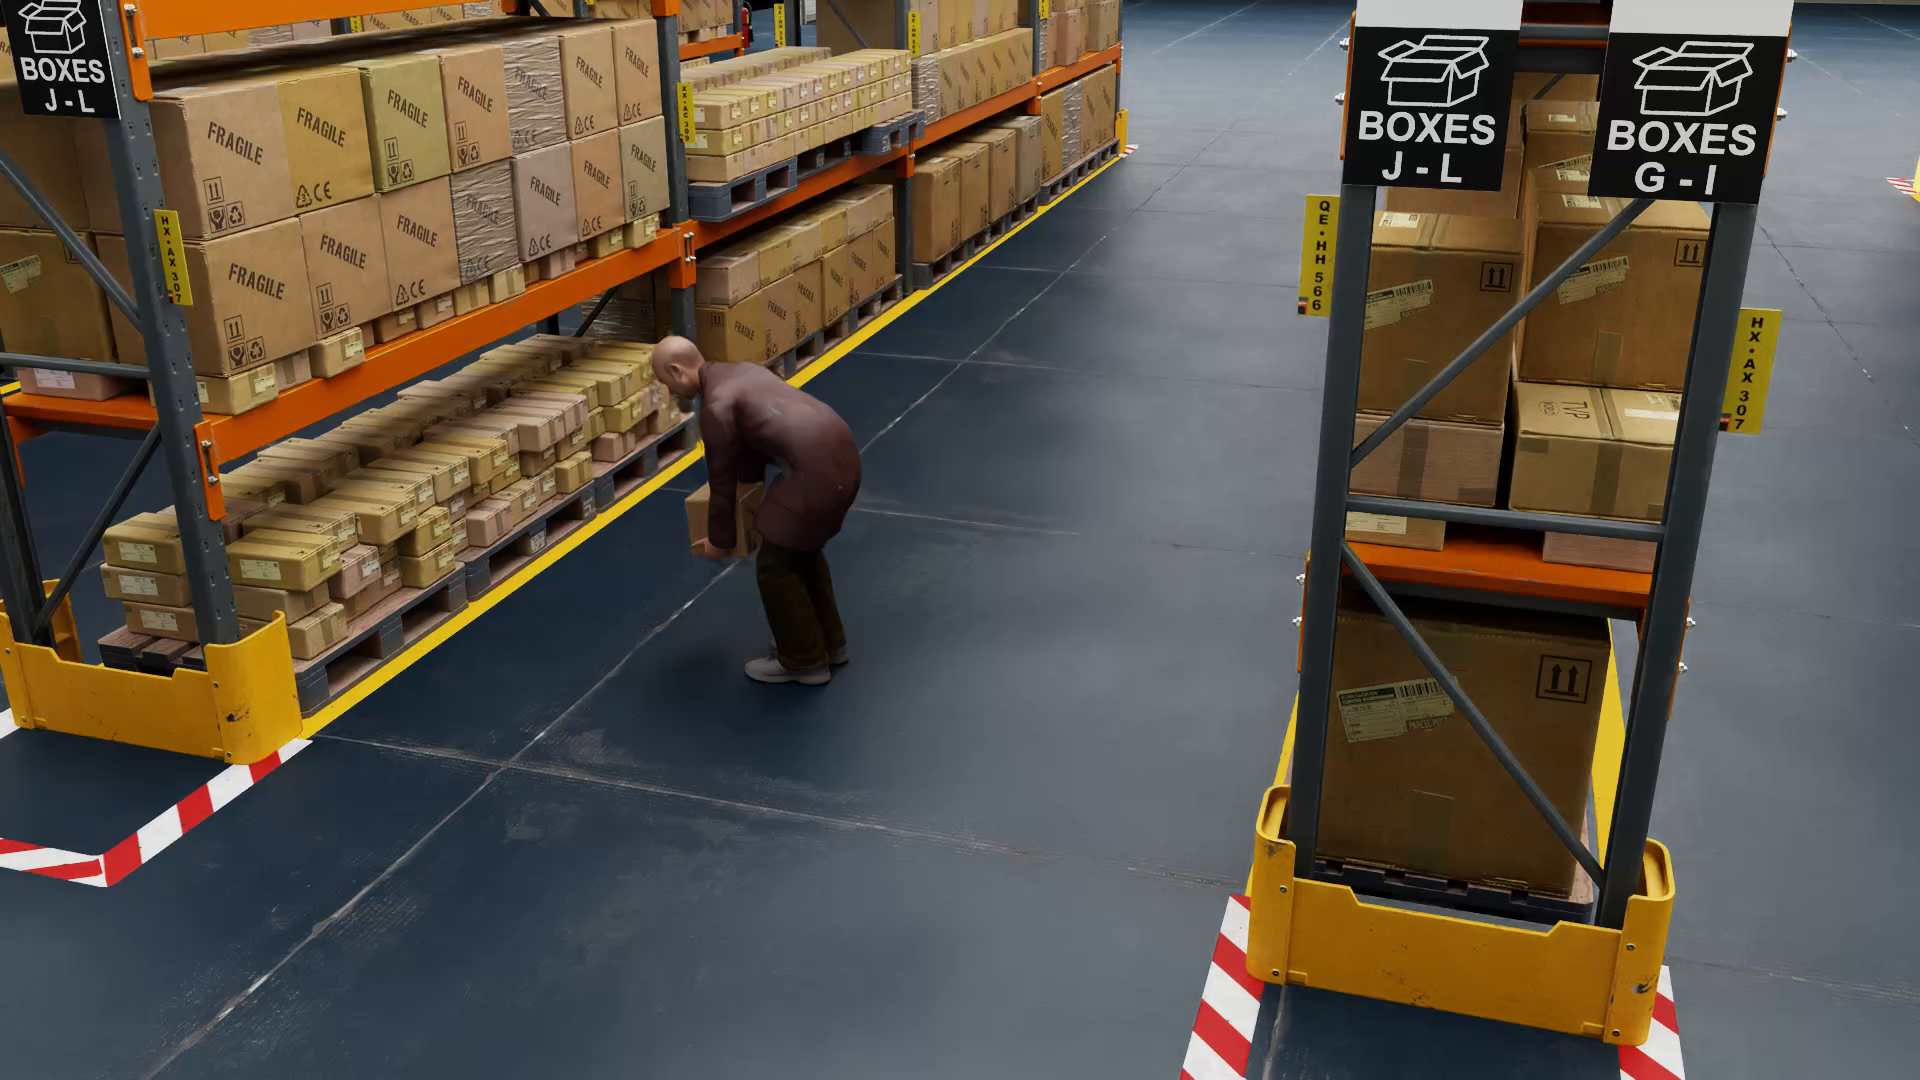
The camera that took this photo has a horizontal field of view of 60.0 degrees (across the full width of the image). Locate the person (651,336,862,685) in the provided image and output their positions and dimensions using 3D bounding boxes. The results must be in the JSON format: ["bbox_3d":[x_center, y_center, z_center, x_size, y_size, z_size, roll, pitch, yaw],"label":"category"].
[{"bbox_3d":[-0.831,-0.126,6.904,0.859,1.428,0.541,6,22,14],"label":"person"}]
